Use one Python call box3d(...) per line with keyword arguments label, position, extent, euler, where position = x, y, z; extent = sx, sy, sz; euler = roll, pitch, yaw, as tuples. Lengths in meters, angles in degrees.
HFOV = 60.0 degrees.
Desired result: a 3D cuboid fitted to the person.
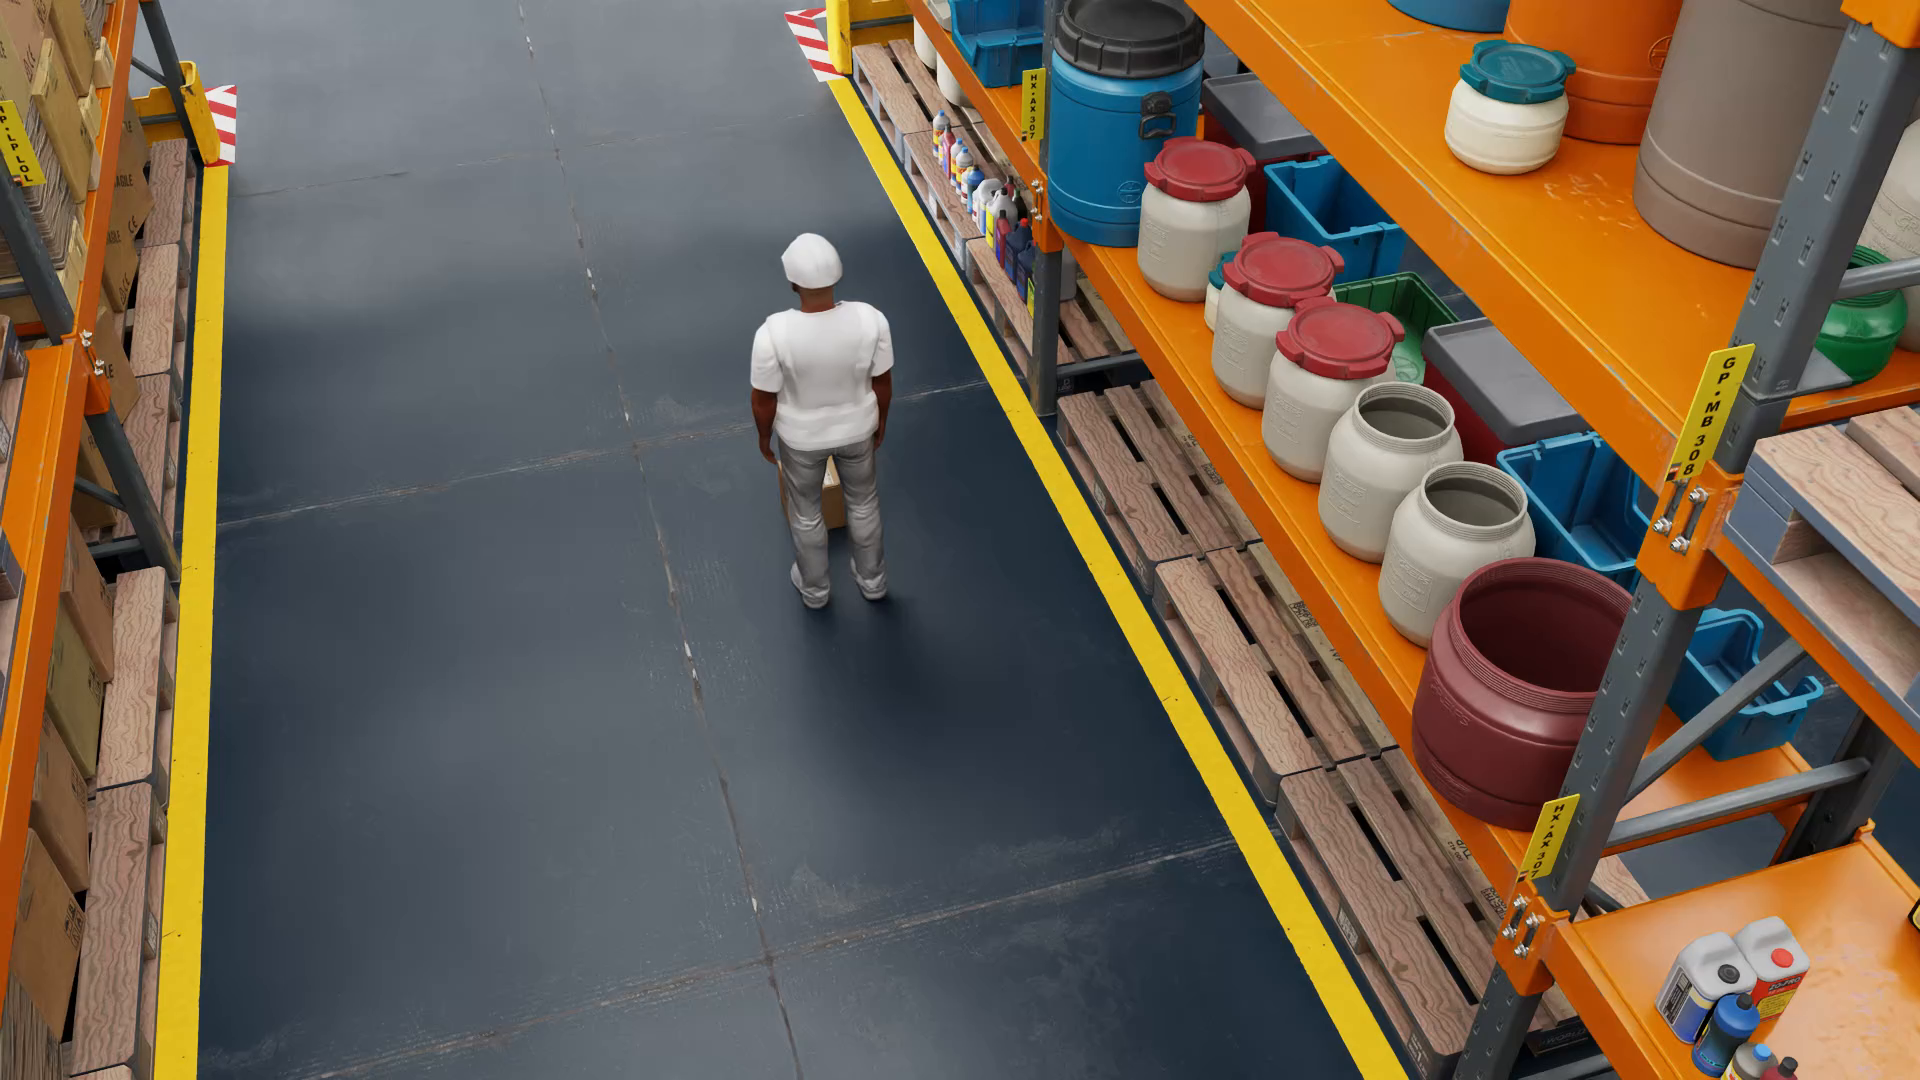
box3d(label="person", position=(-0.544, -0.448, 6.655), extent=(0.563, 1.776, 0.360), euler=(-11, 43, -12))
